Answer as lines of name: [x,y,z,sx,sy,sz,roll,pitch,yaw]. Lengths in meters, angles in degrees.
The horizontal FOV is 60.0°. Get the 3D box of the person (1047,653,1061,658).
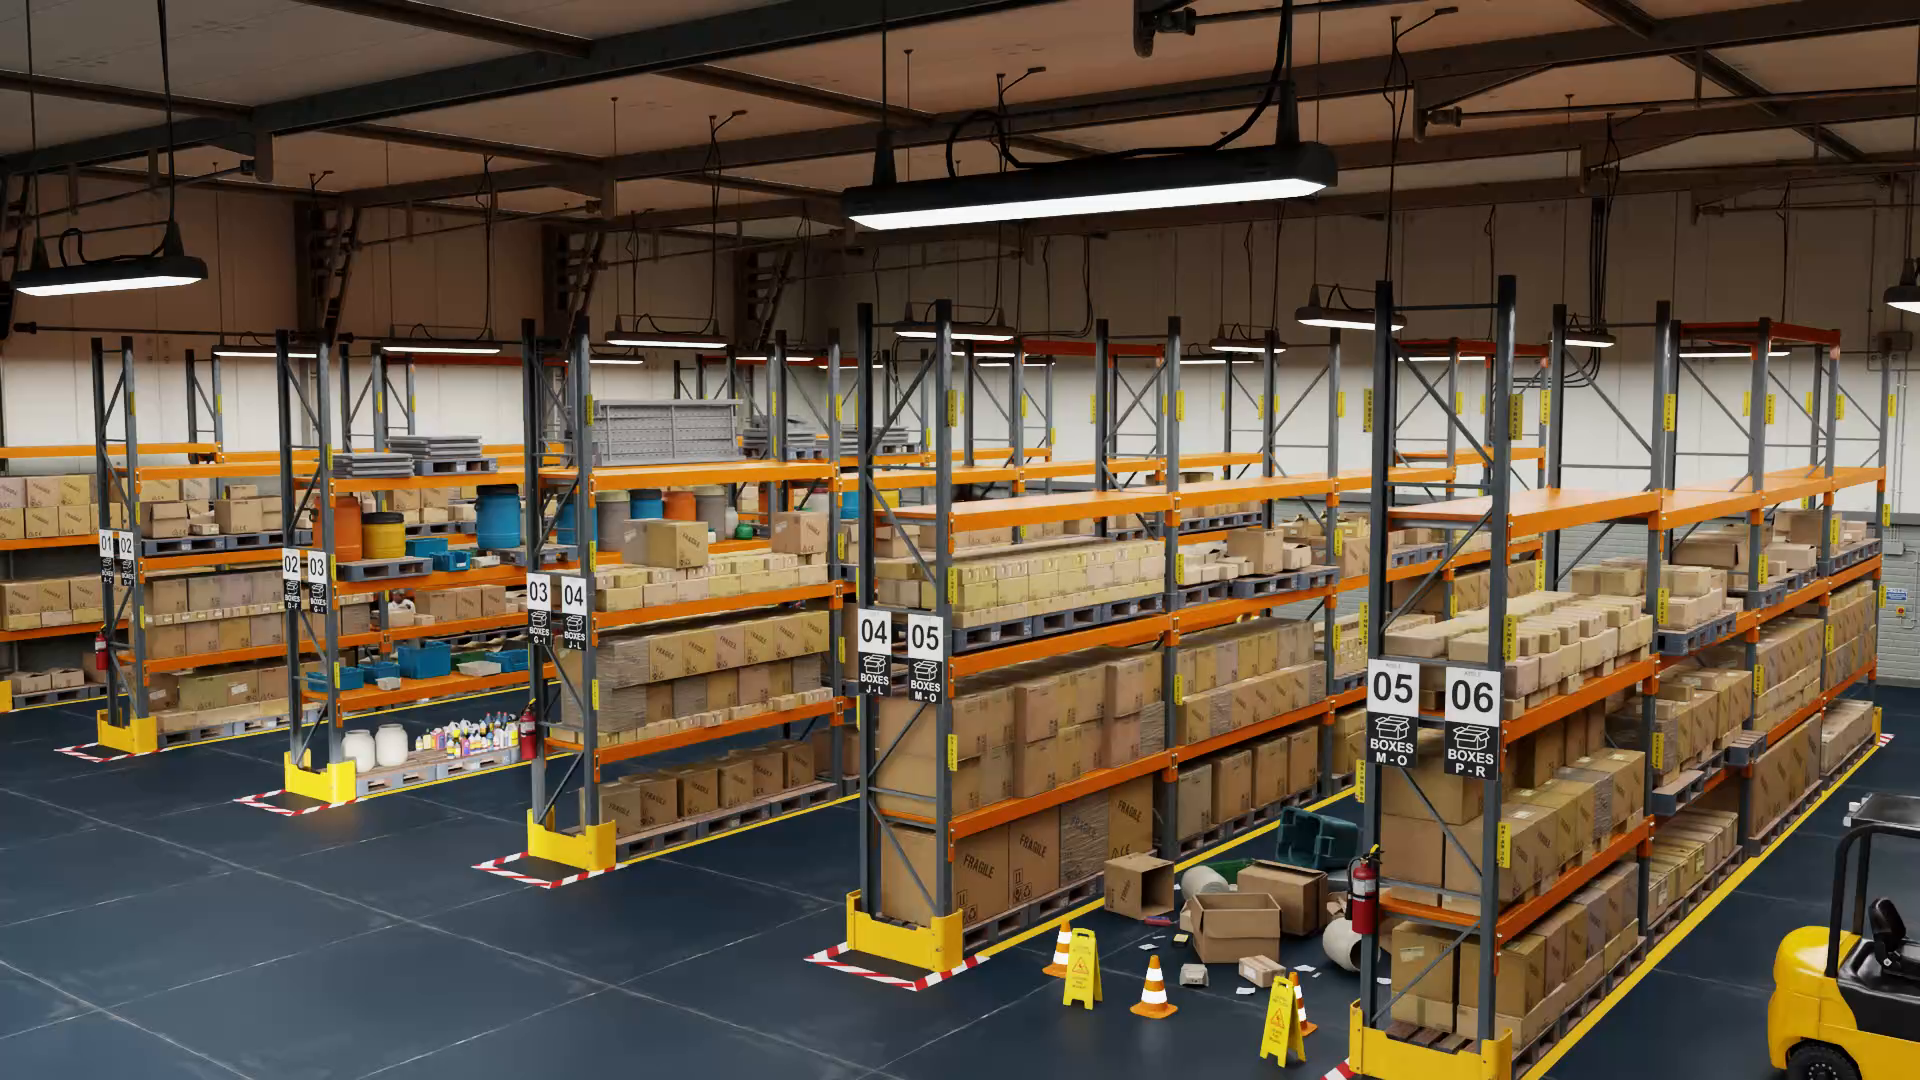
person: [1.161,2.203,21.674,0.609,1.767,0.549,-1,5,-16]

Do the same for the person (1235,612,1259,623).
person: [4.814,1.876,28.028,0.652,1.742,1.003,4,6,37]

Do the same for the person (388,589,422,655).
person: [-9.924,1.710,29.772,0.709,1.787,0.590,-2,5,-23]
